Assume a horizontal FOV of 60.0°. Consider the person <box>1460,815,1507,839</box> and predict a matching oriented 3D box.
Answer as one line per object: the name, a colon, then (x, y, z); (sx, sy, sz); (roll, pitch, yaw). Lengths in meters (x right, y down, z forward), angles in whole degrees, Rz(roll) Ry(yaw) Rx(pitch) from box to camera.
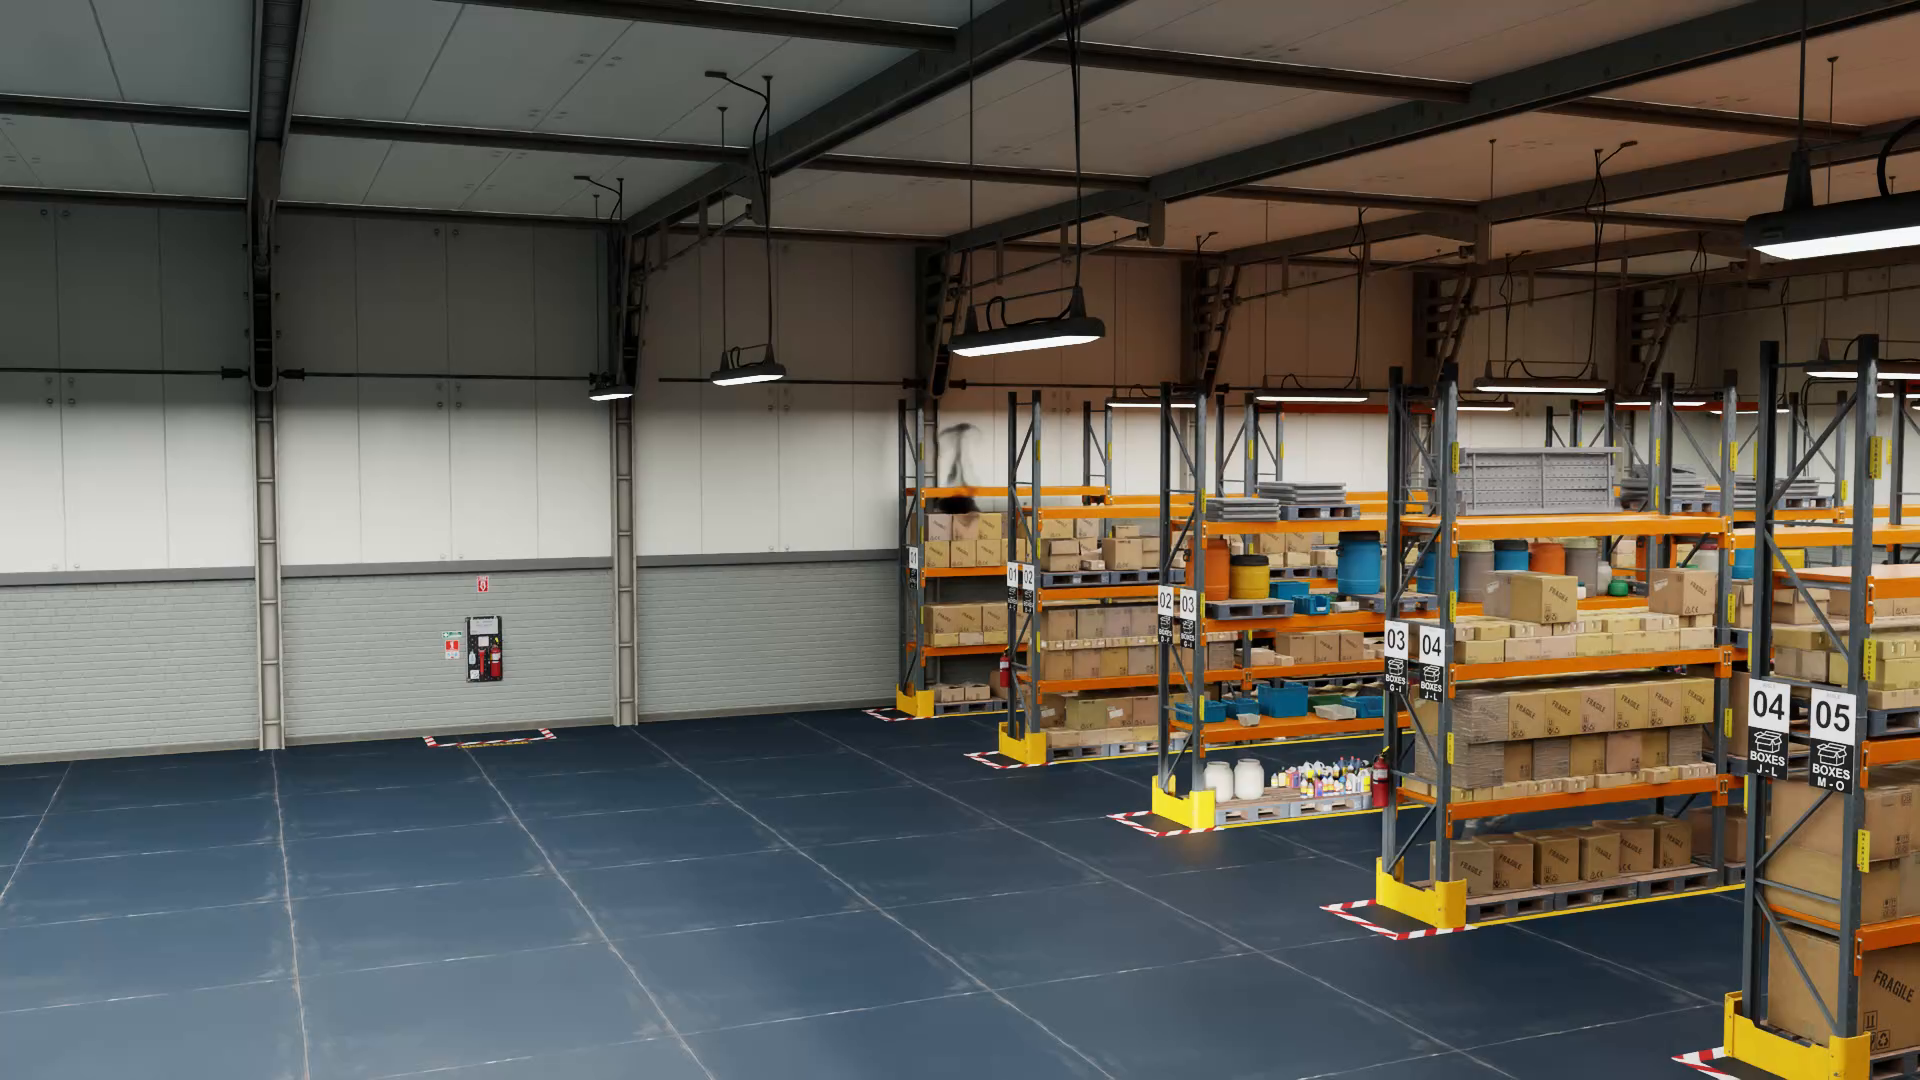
person: (6.839, 3.074, 21.806); (1.026, 1.721, 0.707); (-2, 4, -32)
